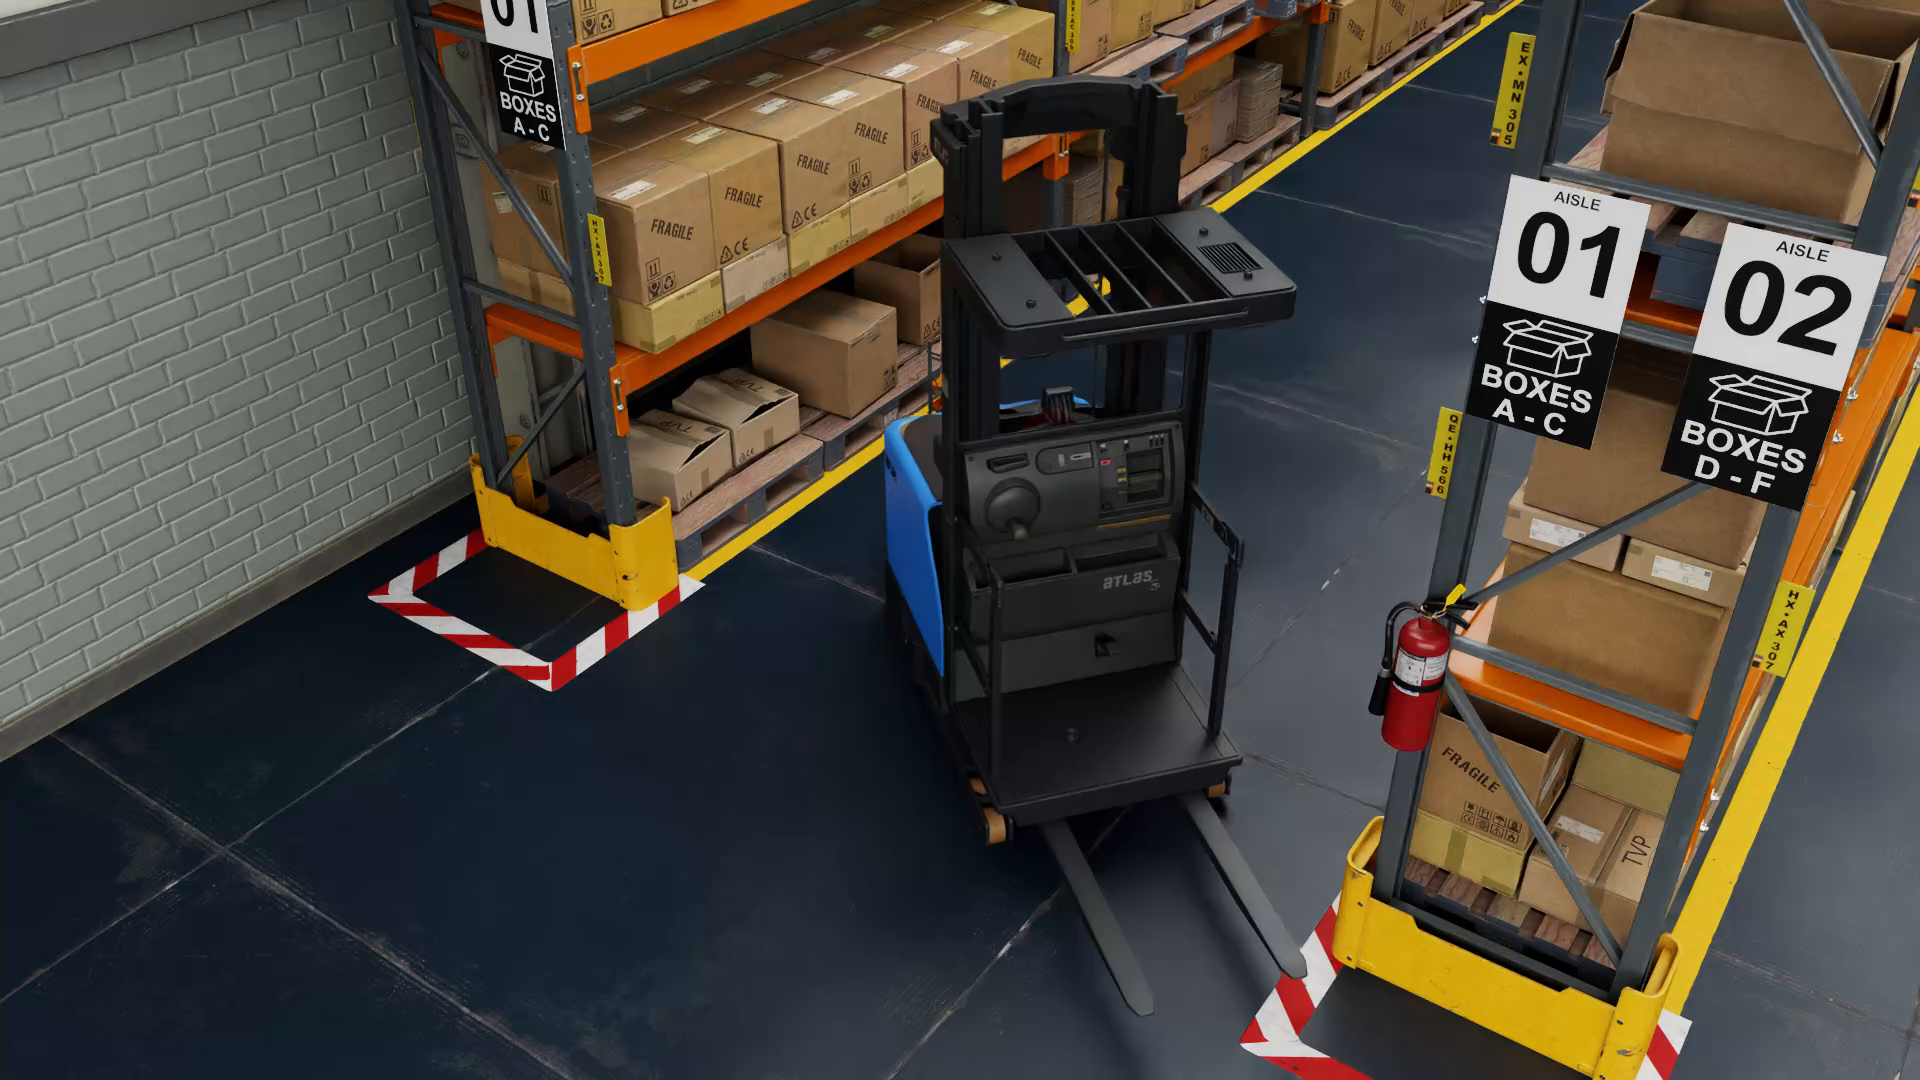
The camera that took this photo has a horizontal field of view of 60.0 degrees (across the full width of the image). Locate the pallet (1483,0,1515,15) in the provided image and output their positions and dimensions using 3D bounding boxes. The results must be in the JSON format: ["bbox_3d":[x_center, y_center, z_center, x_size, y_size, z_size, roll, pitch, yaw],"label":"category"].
[{"bbox_3d":[5.293,-5.793,17.303,1.003,0.211,1.213,21,39,28],"label":"pallet"}]

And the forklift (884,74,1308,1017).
[{"bbox_3d":[0.535,-0.178,6.572,1.130,2.935,3.031,-9,35,-14],"label":"forklift"}]

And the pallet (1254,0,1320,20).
[{"bbox_3d":[2.196,-4.340,12.838,1.213,0.211,1.003,21,39,28],"label":"pallet"}]

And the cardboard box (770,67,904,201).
[{"bbox_3d":[-0.653,-2.182,8.921,0.500,0.500,0.500,23,40,30],"label":"cardboard box"}]

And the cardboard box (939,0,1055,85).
[{"bbox_3d":[0.218,-2.882,9.956,0.500,0.500,0.500,21,39,28],"label":"cardboard box"}]

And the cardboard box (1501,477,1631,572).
[{"bbox_3d":[2.086,-0.067,5.678,0.380,0.149,0.250,21,39,27],"label":"cardboard box"}]

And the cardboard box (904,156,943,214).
[{"bbox_3d":[-0.352,-2.109,9.483,0.500,0.250,0.500,21,39,28],"label":"cardboard box"}]

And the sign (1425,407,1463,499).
[{"bbox_3d":[1.587,-0.277,5.413,0.100,0.325,0.005,21,39,28],"label":"sign"}]

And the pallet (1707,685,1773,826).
[{"bbox_3d":[3.123,0.711,7.686,1.003,0.211,1.213,21,39,28],"label":"pallet"}]

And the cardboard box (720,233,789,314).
[{"bbox_3d":[-1.223,-1.413,8.454,0.500,0.250,0.500,20,39,27],"label":"cardboard box"}]

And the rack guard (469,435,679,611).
[{"bbox_3d":[-2.004,-0.100,8.627,1.175,0.500,0.348,21,39,28],"label":"rack guard"}]

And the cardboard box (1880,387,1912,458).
[{"bbox_3d":[5.032,-0.737,9.417,0.500,0.250,0.500,22,40,29],"label":"cardboard box"}]

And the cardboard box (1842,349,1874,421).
[{"bbox_3d":[3.762,-0.951,7.565,0.700,0.500,0.500,21,39,28],"label":"cardboard box"}]

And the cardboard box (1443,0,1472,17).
[{"bbox_3d":[4.531,-5.566,16.022,0.750,0.750,0.750,22,40,29],"label":"cardboard box"}]

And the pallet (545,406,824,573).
[{"bbox_3d":[-1.511,-0.343,9.244,1.003,0.211,1.213,21,39,28],"label":"pallet"}]

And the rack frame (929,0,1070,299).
[{"bbox_3d":[0.234,-2.941,10.597,1.000,3.000,0.127,21,39,28],"label":"rack frame"}]

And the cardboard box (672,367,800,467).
[{"bbox_3d":[-1.253,-0.721,9.321,0.500,0.311,0.500,25,41,32],"label":"cardboard box"}]

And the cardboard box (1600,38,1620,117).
[{"bbox_3d":[2.465,-1.546,5.491,0.500,0.250,0.500,21,39,28],"label":"cardboard box"}]

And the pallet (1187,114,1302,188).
[{"bbox_3d":[2.068,-3.268,13.569,1.003,0.211,1.213,21,39,28],"label":"pallet"}]

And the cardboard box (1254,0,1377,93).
[{"bbox_3d":[3.042,-4.362,14.242,0.750,0.750,0.750,21,39,28],"label":"cardboard box"}]

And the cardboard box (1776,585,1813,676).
[{"bbox_3d":[3.654,0.349,7.811,0.500,0.250,0.500,21,39,28],"label":"cardboard box"}]

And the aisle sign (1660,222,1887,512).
[{"bbox_3d":[2.239,-0.469,4.620,0.394,0.787,0.004,21,39,28],"label":"aisle sign"}]

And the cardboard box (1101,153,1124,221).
[{"bbox_3d":[0.893,-2.686,12.058,0.700,0.500,0.500,20,39,27],"label":"cardboard box"}]

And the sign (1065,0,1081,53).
[{"bbox_3d":[0.684,-3.130,10.103,0.100,0.325,0.005,21,39,28],"label":"sign"}]

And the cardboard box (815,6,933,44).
[{"bbox_3d":[-0.504,-2.811,9.852,0.500,0.500,0.500,21,39,28],"label":"cardboard box"}]

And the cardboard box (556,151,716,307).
[{"bbox_3d":[-1.528,-1.481,7.884,0.500,0.500,0.500,21,39,28],"label":"cardboard box"}]

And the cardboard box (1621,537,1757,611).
[{"bbox_3d":[2.425,0.058,5.493,0.380,0.149,0.250,21,39,28],"label":"cardboard box"}]

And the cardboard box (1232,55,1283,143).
[{"bbox_3d":[2.147,-3.581,13.381,0.700,0.500,0.500,22,40,29],"label":"cardboard box"}]

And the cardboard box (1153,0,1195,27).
[{"bbox_3d":[1.226,-3.956,11.616,0.700,0.500,0.500,27,43,34],"label":"cardboard box"}]

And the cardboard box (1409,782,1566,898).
[{"bbox_3d":[2.088,1.104,6.695,0.500,0.250,0.500,21,39,28],"label":"cardboard box"}]

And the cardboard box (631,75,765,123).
[{"bbox_3d":[-1.366,-2.110,8.814,0.500,0.500,0.500,20,39,27],"label":"cardboard box"}]

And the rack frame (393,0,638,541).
[{"bbox_3d":[-2.047,-1.100,7.875,1.000,3.000,0.127,21,39,28],"label":"rack frame"}]

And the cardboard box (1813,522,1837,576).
[{"bbox_3d":[3.926,-0.197,7.949,0.500,0.500,0.500,21,39,28],"label":"cardboard box"}]

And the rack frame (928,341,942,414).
[{"bbox_3d":[-0.060,-0.448,8.517,0.240,1.200,0.006,21,39,28],"label":"rack frame"}]

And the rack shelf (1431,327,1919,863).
[{"bbox_3d":[3.165,-0.142,7.100,1.077,0.370,4.000,21,39,28],"label":"rack shelf"}]

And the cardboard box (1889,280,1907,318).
[{"bbox_3d":[3.888,-1.121,7.238,0.380,0.149,0.250,21,39,28],"label":"cardboard box"}]

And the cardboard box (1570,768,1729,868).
[{"bbox_3d":[2.795,1.038,6.792,0.500,0.250,0.500,21,39,28],"label":"cardboard box"}]

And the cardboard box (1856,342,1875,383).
[{"bbox_3d":[3.452,-0.770,6.718,0.380,0.149,0.250,23,40,30],"label":"cardboard box"}]

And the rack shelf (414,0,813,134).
[{"bbox_3d":[-0.907,-2.965,8.597,1.077,0.370,4.000,21,39,28],"label":"rack shelf"}]

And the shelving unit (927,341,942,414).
[{"bbox_3d":[-0.008,-0.490,8.580,0.258,1.200,0.189,21,39,28],"label":"shelving unit"}]

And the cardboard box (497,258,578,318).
[{"bbox_3d":[-1.940,-1.324,8.321,0.500,0.250,0.500,22,40,29],"label":"cardboard box"}]

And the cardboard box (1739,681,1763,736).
[{"bbox_3d":[3.071,0.494,6.928,0.500,0.500,0.500,21,39,28],"label":"cardboard box"}]

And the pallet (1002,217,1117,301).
[{"bbox_3d":[0.677,-2.145,11.909,1.003,0.211,1.213,21,39,28],"label":"pallet"}]

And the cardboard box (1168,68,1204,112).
[{"bbox_3d":[1.481,-3.411,12.461,0.500,0.250,0.500,21,39,28],"label":"cardboard box"}]

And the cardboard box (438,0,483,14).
[{"bbox_3d":[-2.017,-2.665,7.405,0.500,0.500,0.500,24,41,31],"label":"cardboard box"}]

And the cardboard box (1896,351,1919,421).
[{"bbox_3d":[5.036,-0.967,9.257,0.500,0.311,0.500,21,39,28],"label":"cardboard box"}]

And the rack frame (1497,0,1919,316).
[{"bbox_3d":[2.025,-2.005,3.857,1.000,3.000,0.127,21,39,28],"label":"rack frame"}]
